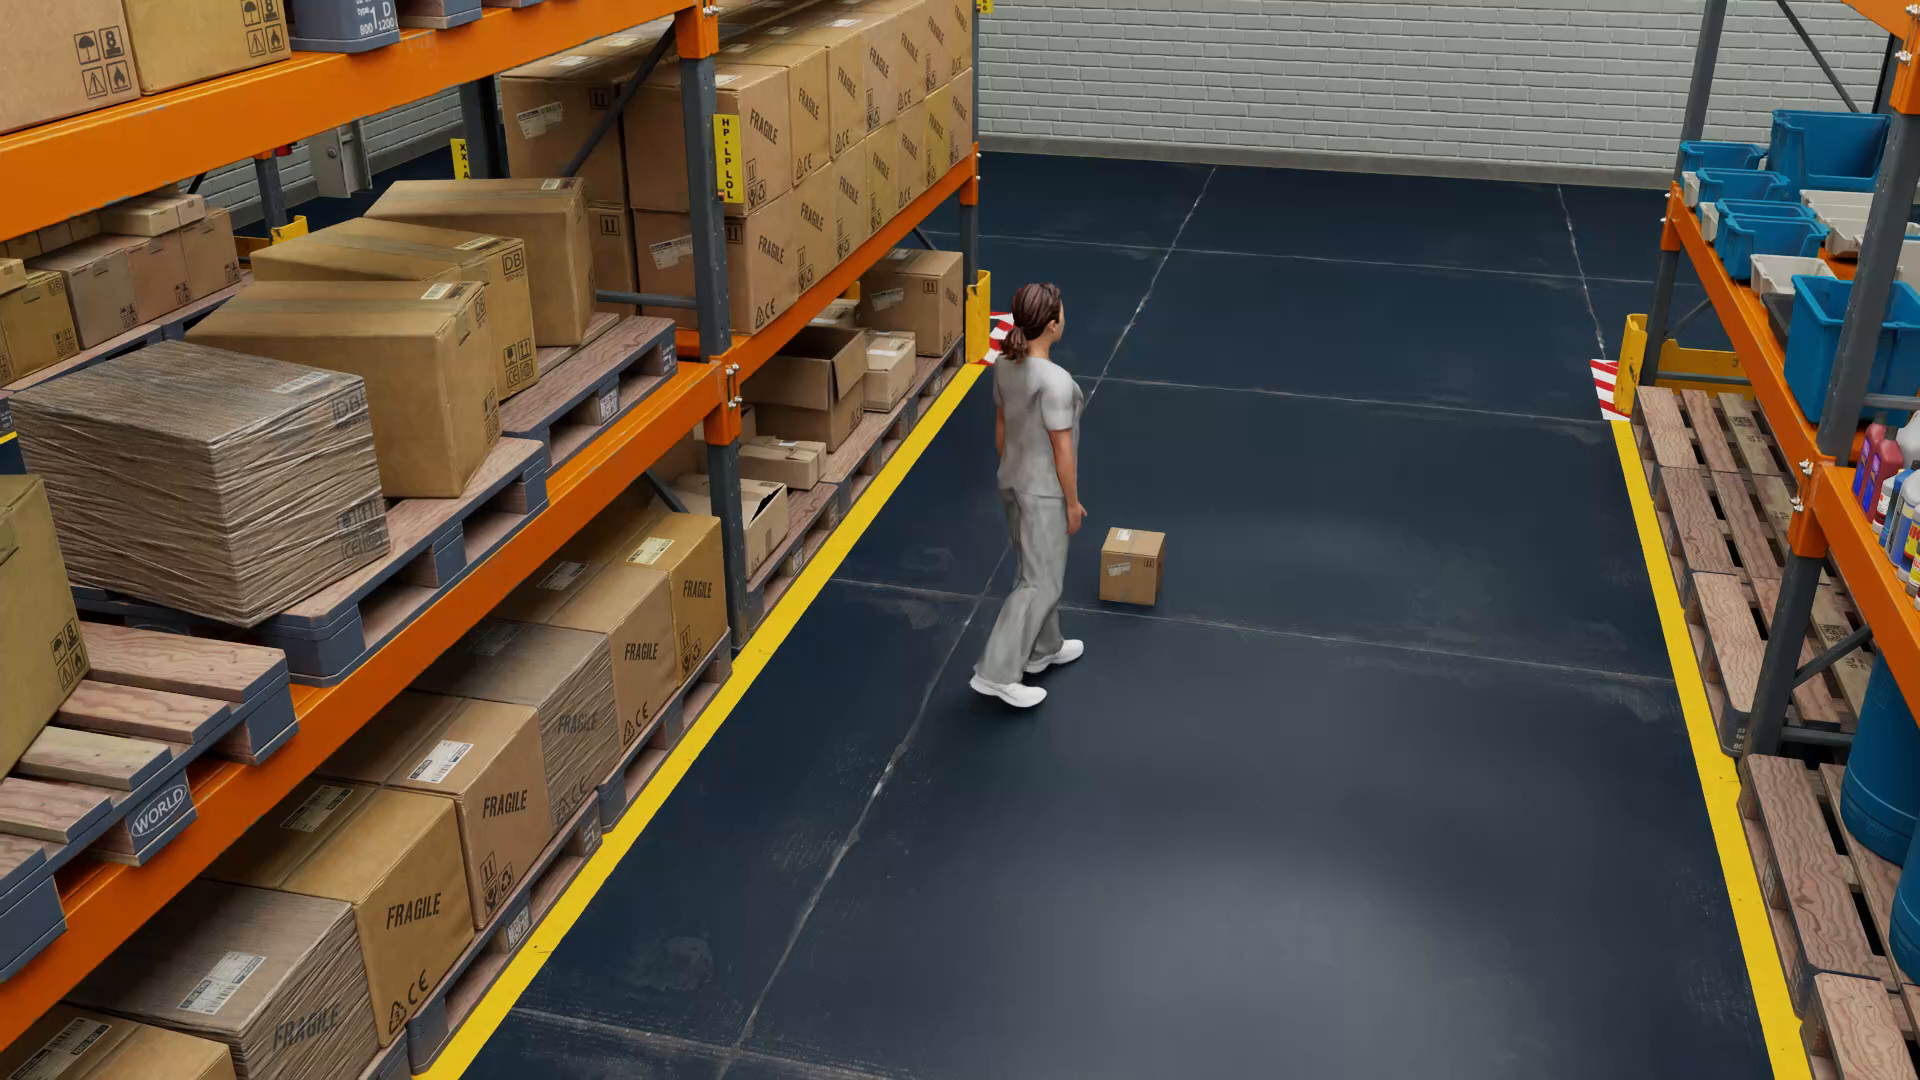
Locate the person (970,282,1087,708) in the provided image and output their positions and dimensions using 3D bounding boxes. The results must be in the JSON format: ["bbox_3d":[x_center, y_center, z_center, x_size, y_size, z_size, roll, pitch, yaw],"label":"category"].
[{"bbox_3d":[0.290,-0.180,6.477,0.627,1.671,0.482,-13,29,-26],"label":"person"}]
